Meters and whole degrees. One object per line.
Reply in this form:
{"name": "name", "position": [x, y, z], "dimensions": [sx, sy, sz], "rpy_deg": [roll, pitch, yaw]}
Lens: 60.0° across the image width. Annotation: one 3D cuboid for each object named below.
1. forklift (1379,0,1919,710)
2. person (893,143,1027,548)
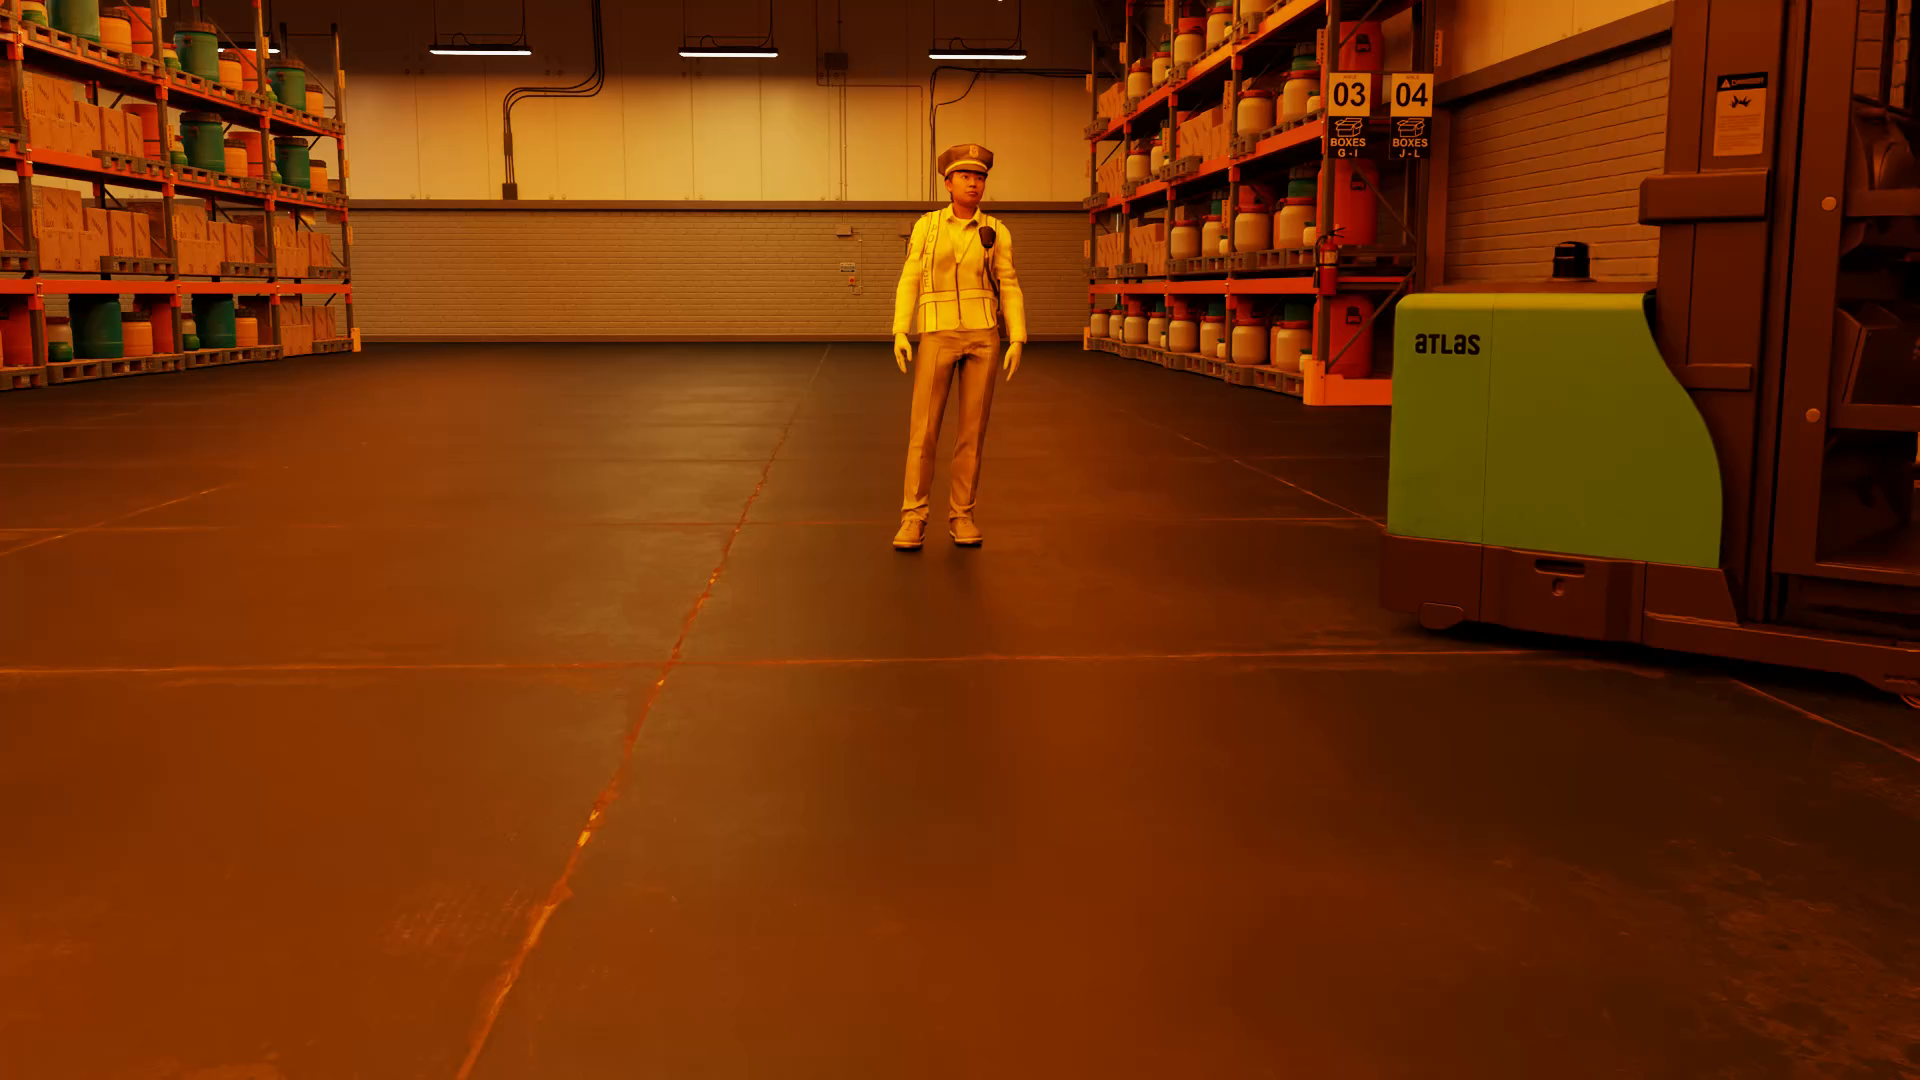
{"name": "forklift", "position": [2.795, -1.073, 4.554], "dimensions": [3.031, 2.935, 1.130], "rpy_deg": [7, 11, 41]}
{"name": "person", "position": [-0.002, -0.836, 7.118], "dimensions": [0.587, 1.696, 0.534], "rpy_deg": [-1, 8, -4]}
